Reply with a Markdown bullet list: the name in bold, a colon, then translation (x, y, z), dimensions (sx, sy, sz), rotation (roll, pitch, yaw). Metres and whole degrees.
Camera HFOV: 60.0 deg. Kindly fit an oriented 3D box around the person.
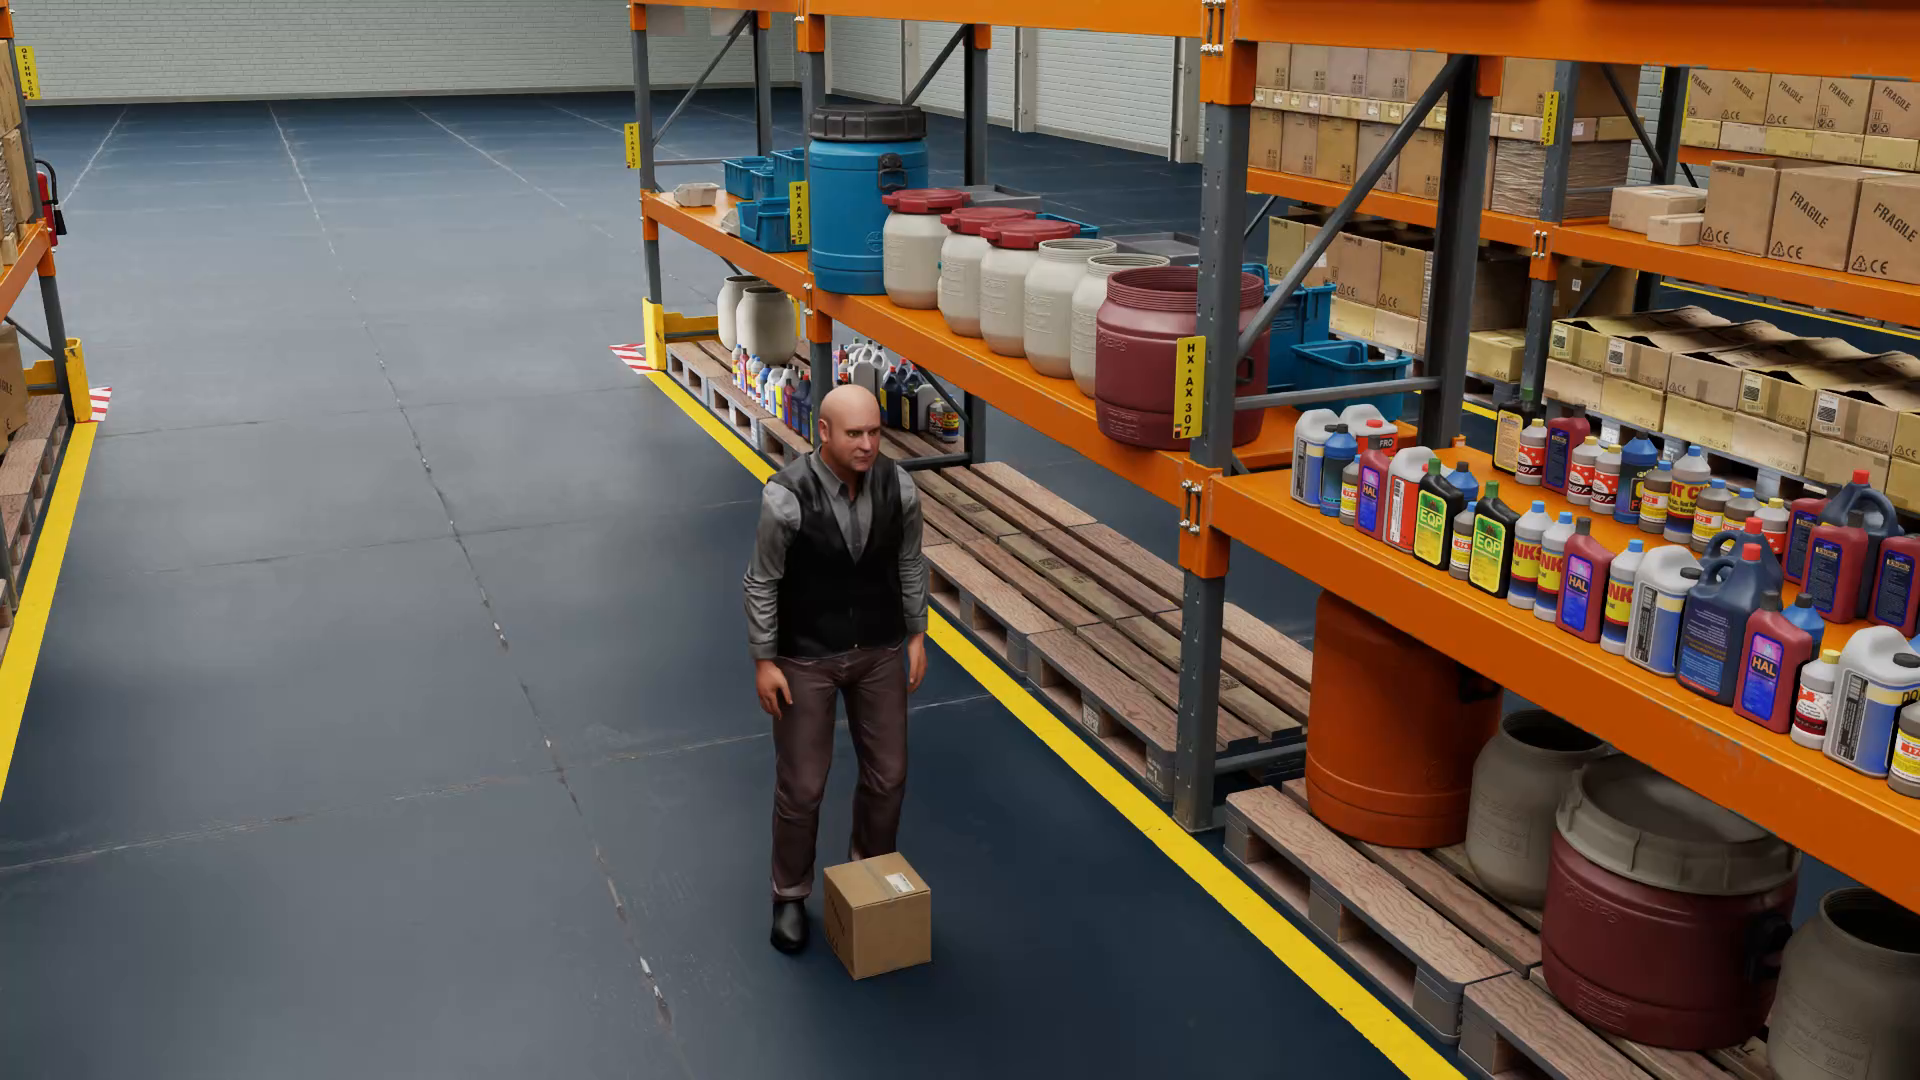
- **person**: translation (-0.366, 0.357, 5.047), dimensions (0.584, 1.719, 0.427), rotation (-9, 21, -25)
